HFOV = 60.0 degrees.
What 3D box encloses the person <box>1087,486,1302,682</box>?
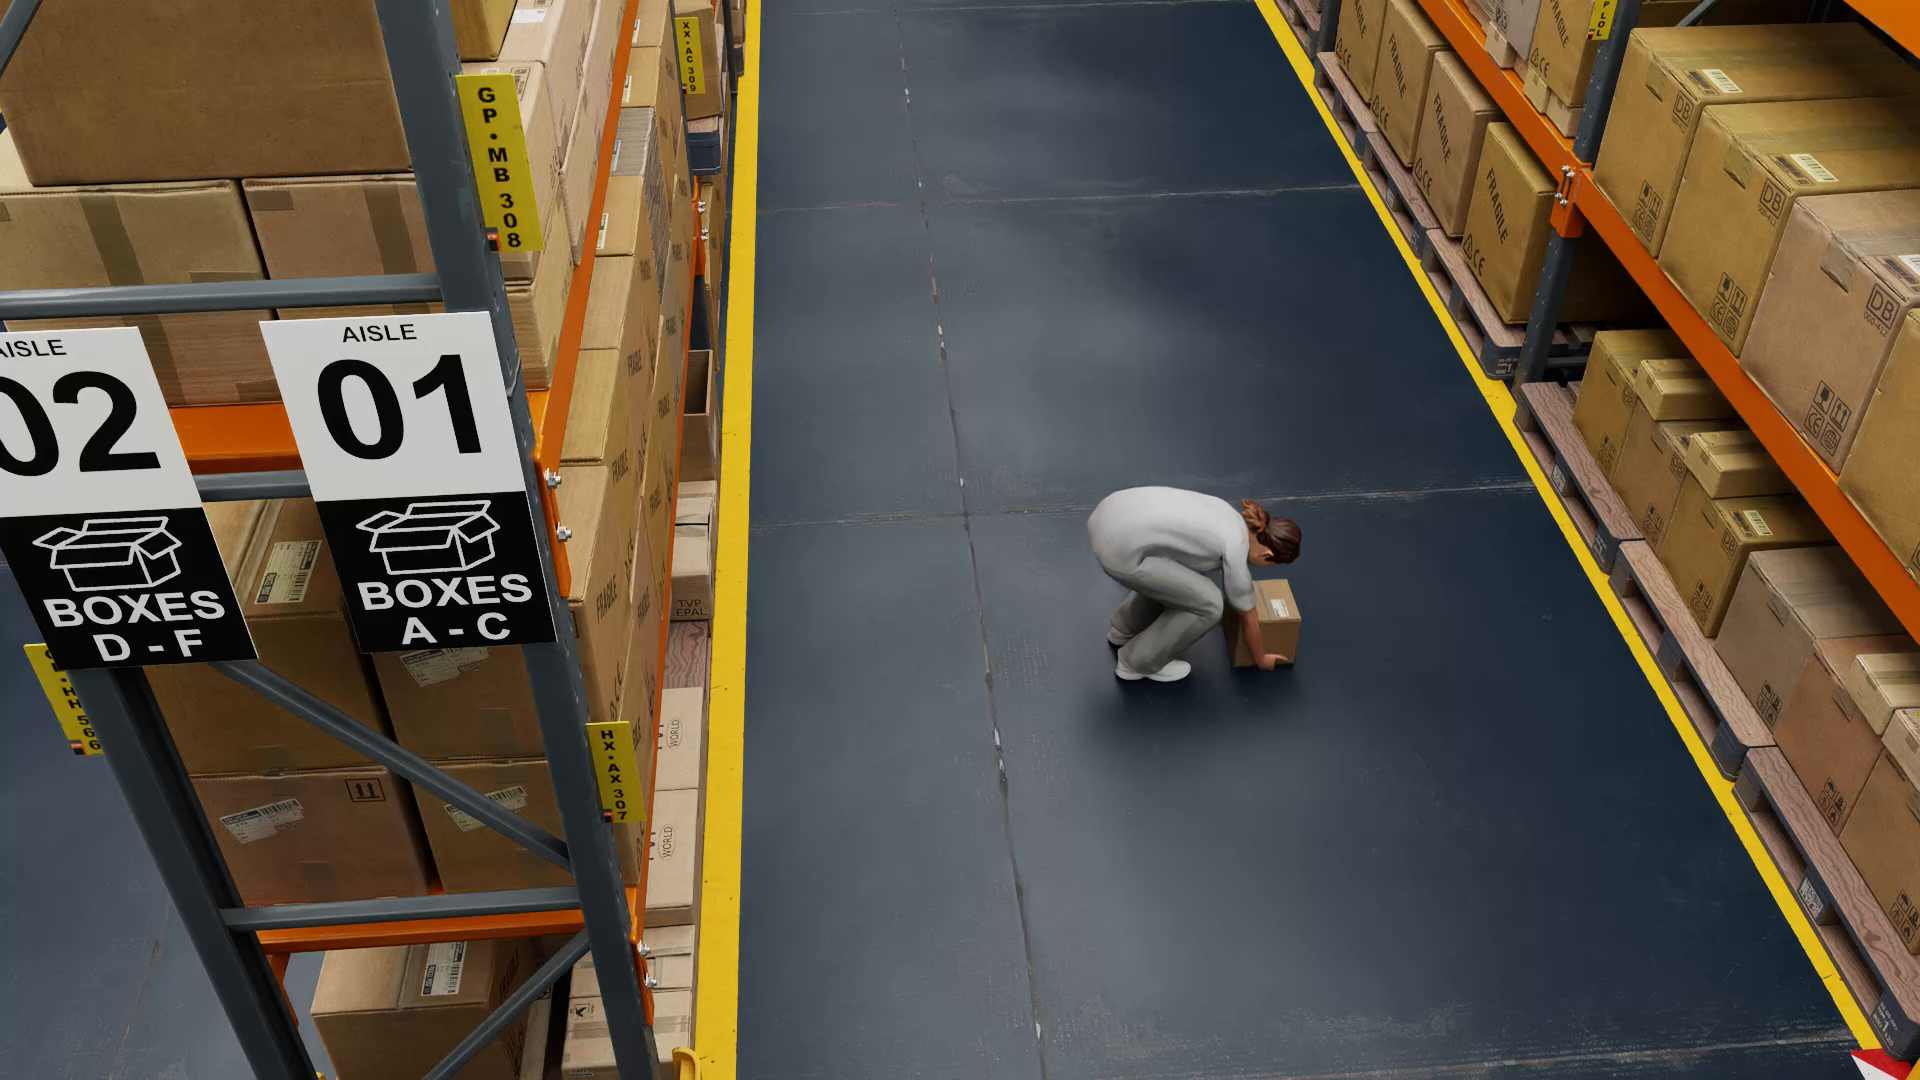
[{"bbox_3d":[0.928,0.149,6.651,0.857,0.837,0.476,-5,40,-6],"label":"person"}]
